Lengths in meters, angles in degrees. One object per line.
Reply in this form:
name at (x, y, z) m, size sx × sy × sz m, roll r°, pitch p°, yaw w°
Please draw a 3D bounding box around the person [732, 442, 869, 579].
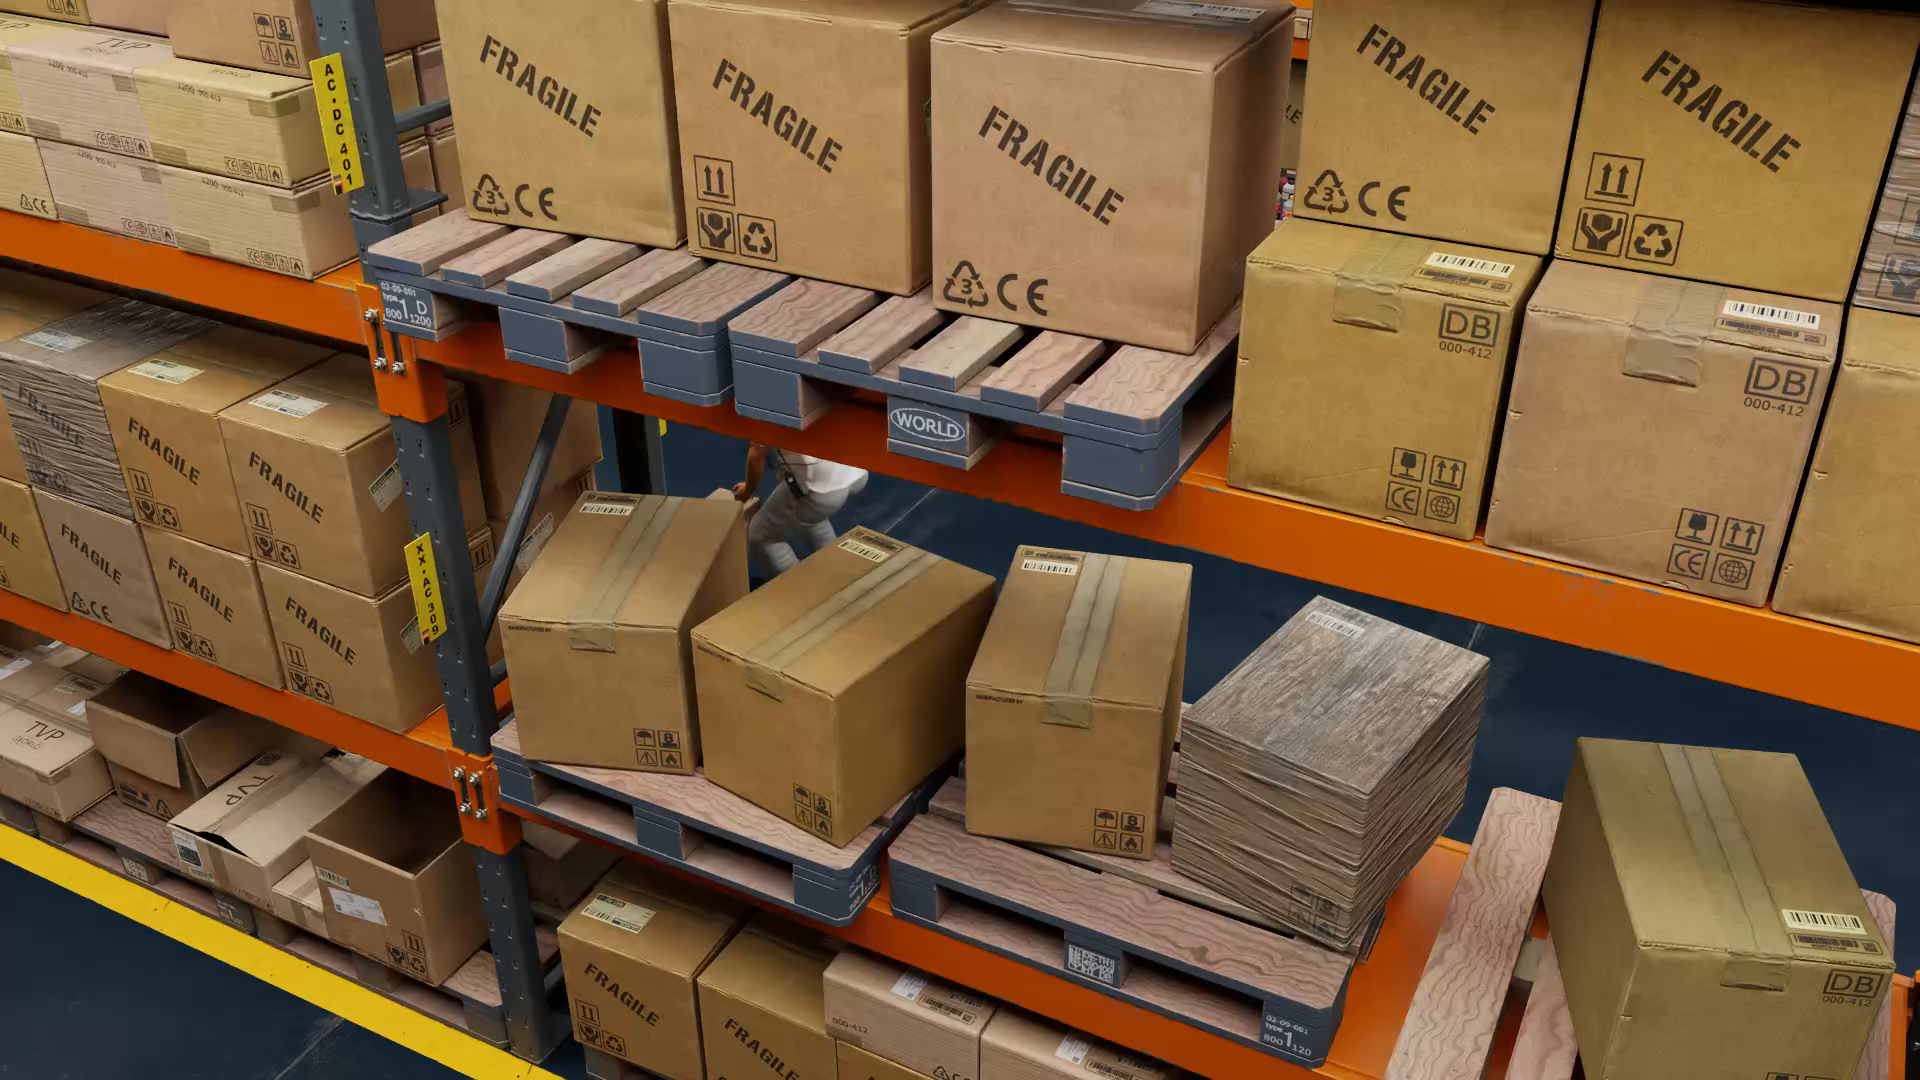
person at (-0.778, -0.302, 7.865) m, size 0.671 × 1.457 × 0.530 m, roll 15°, pitch 33°, yaw 24°
